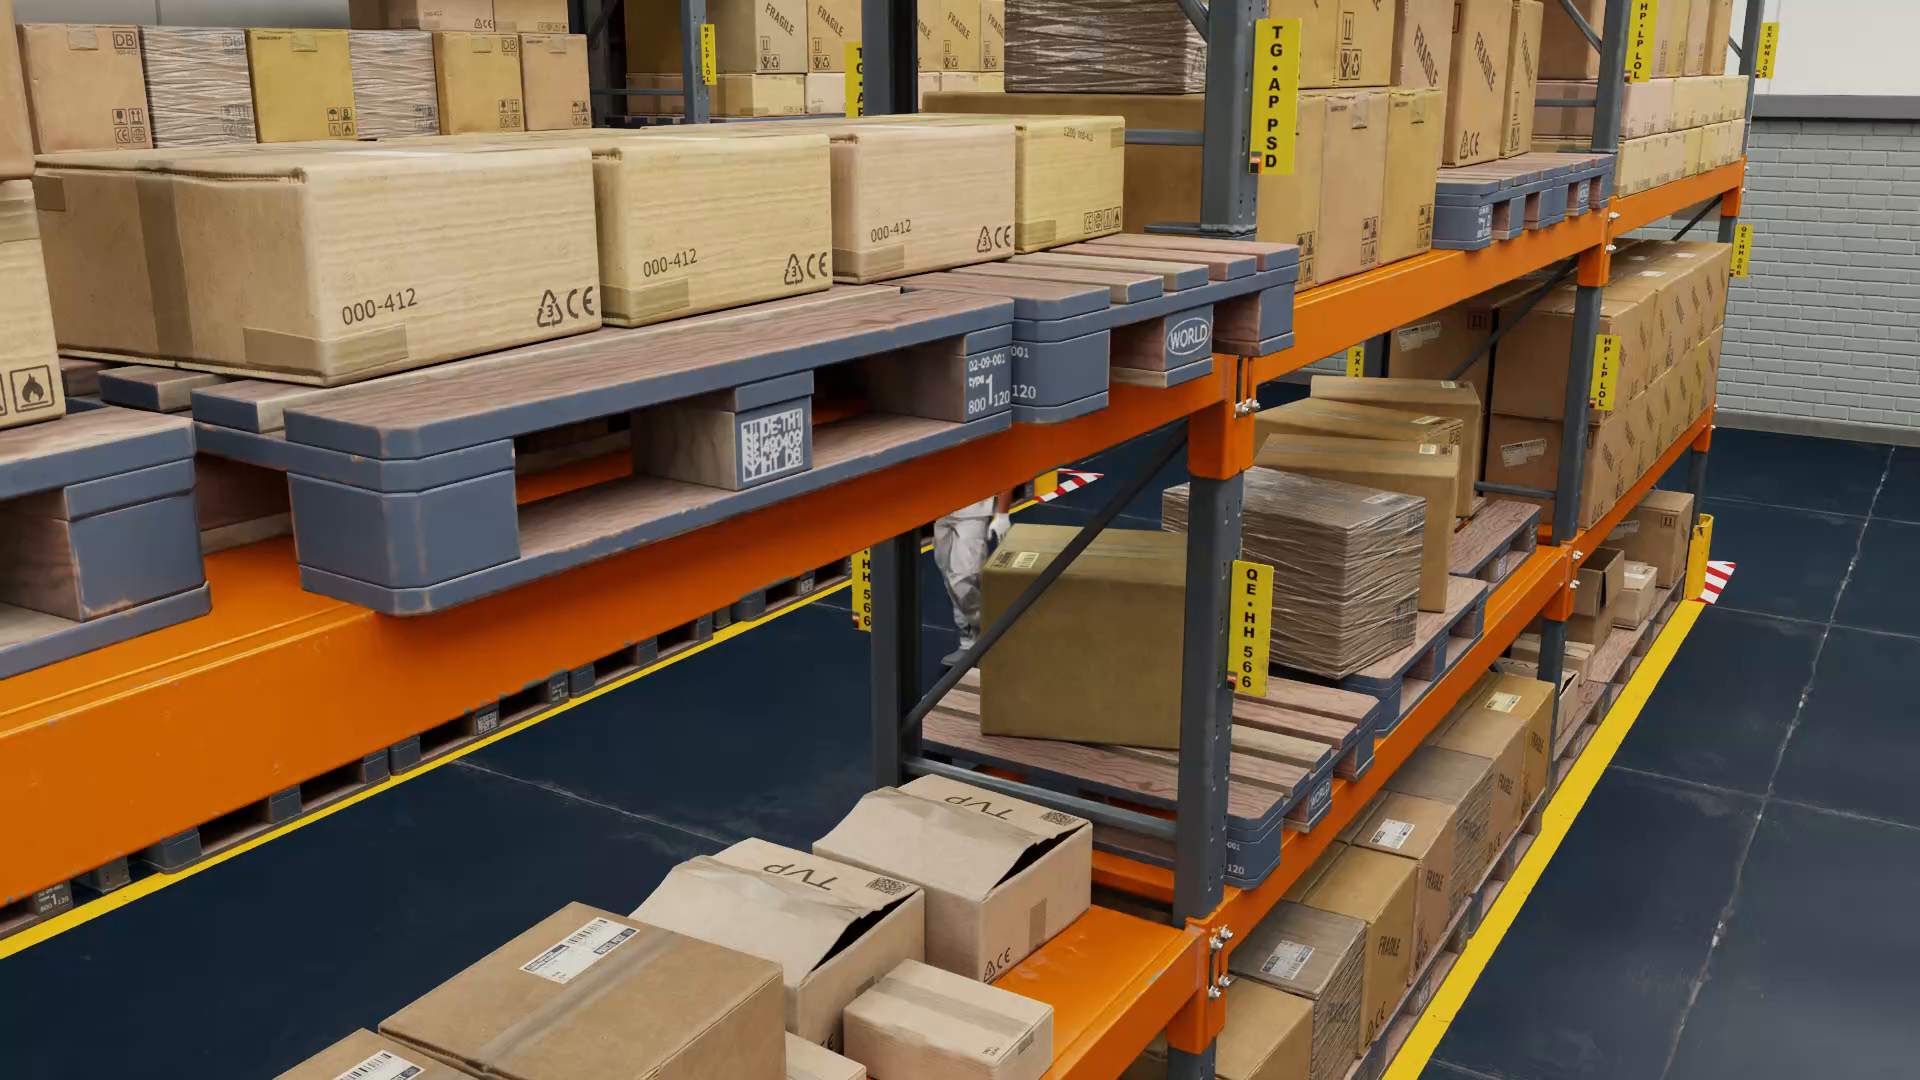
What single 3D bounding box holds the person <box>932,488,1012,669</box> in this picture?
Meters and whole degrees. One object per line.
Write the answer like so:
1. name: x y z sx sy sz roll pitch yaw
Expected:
1. person: -0.007 -0.107 9.304 0.539 1.812 0.449 14 21 40
